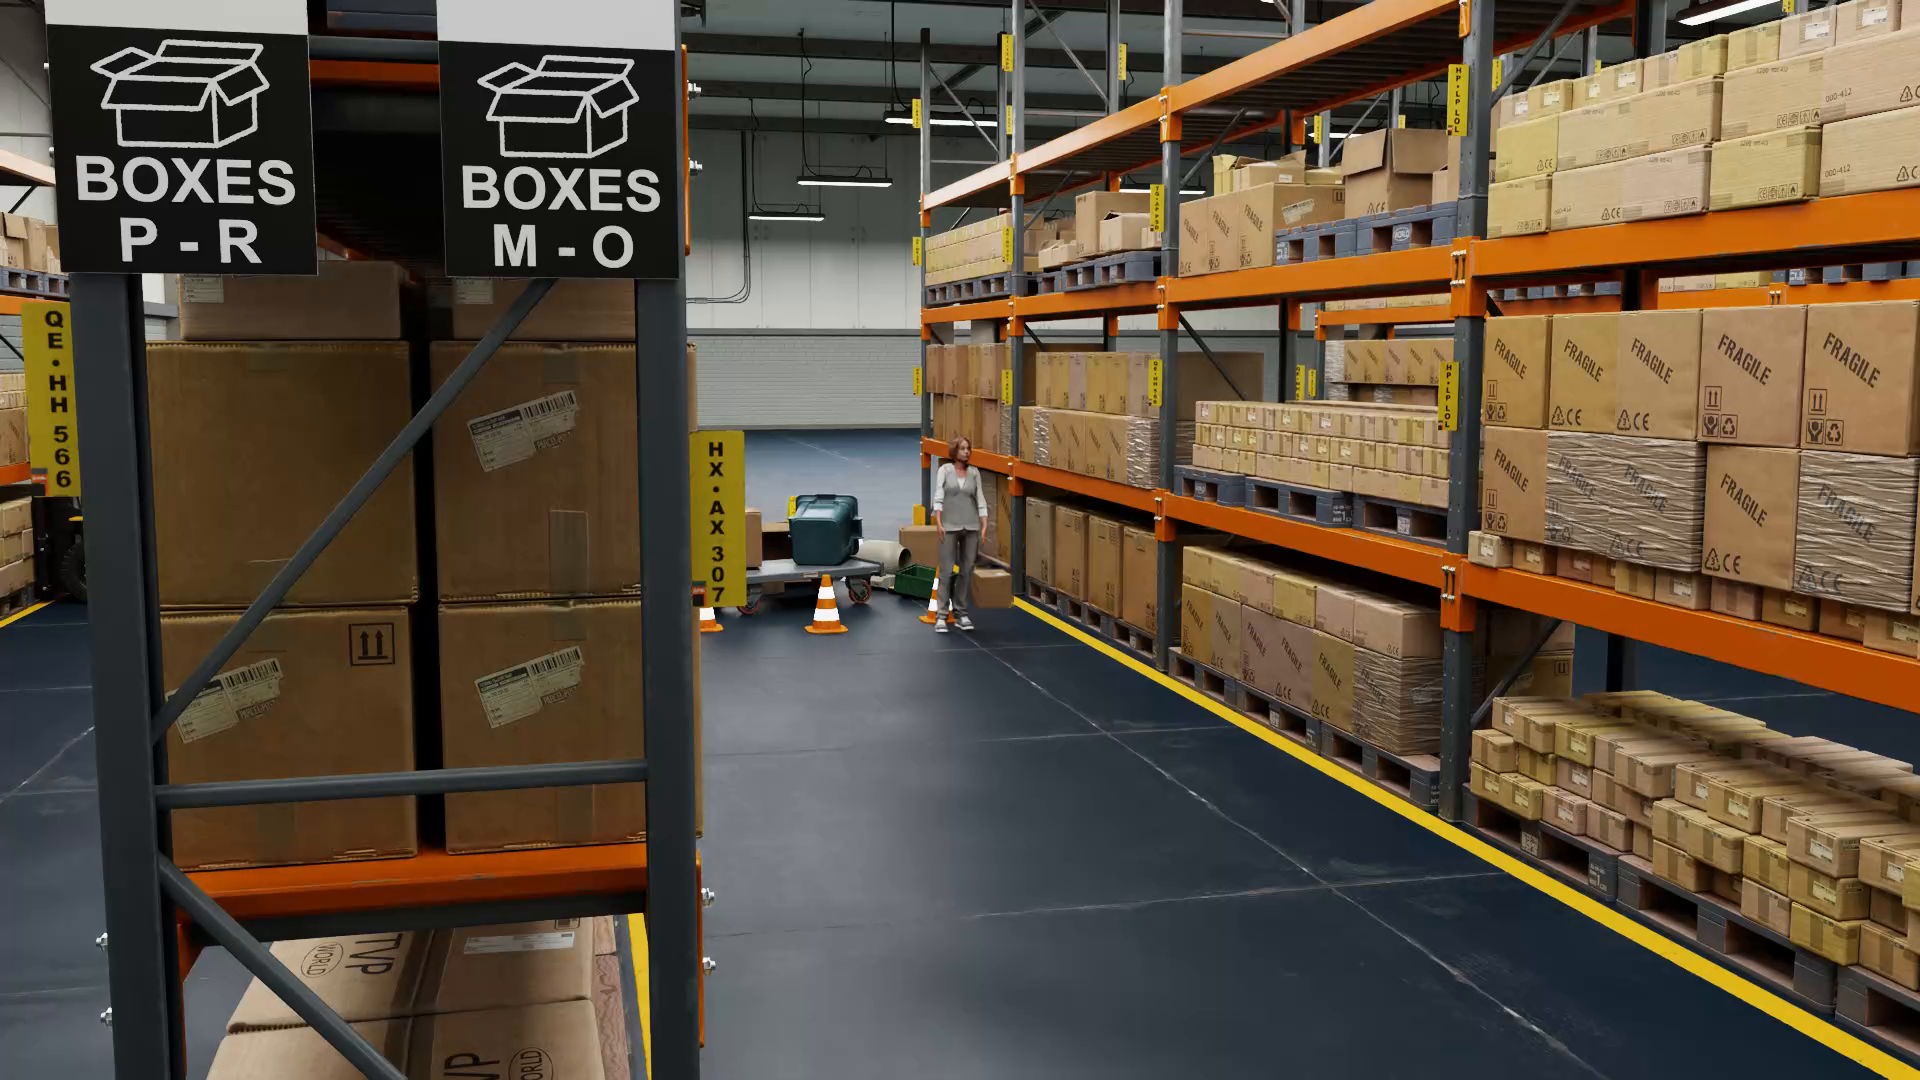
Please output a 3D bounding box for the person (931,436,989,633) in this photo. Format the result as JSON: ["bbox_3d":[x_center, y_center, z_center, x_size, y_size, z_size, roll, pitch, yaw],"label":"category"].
[{"bbox_3d":[0.006,-0.053,13.769,0.520,1.597,0.475,-2,7,-15],"label":"person"}]
